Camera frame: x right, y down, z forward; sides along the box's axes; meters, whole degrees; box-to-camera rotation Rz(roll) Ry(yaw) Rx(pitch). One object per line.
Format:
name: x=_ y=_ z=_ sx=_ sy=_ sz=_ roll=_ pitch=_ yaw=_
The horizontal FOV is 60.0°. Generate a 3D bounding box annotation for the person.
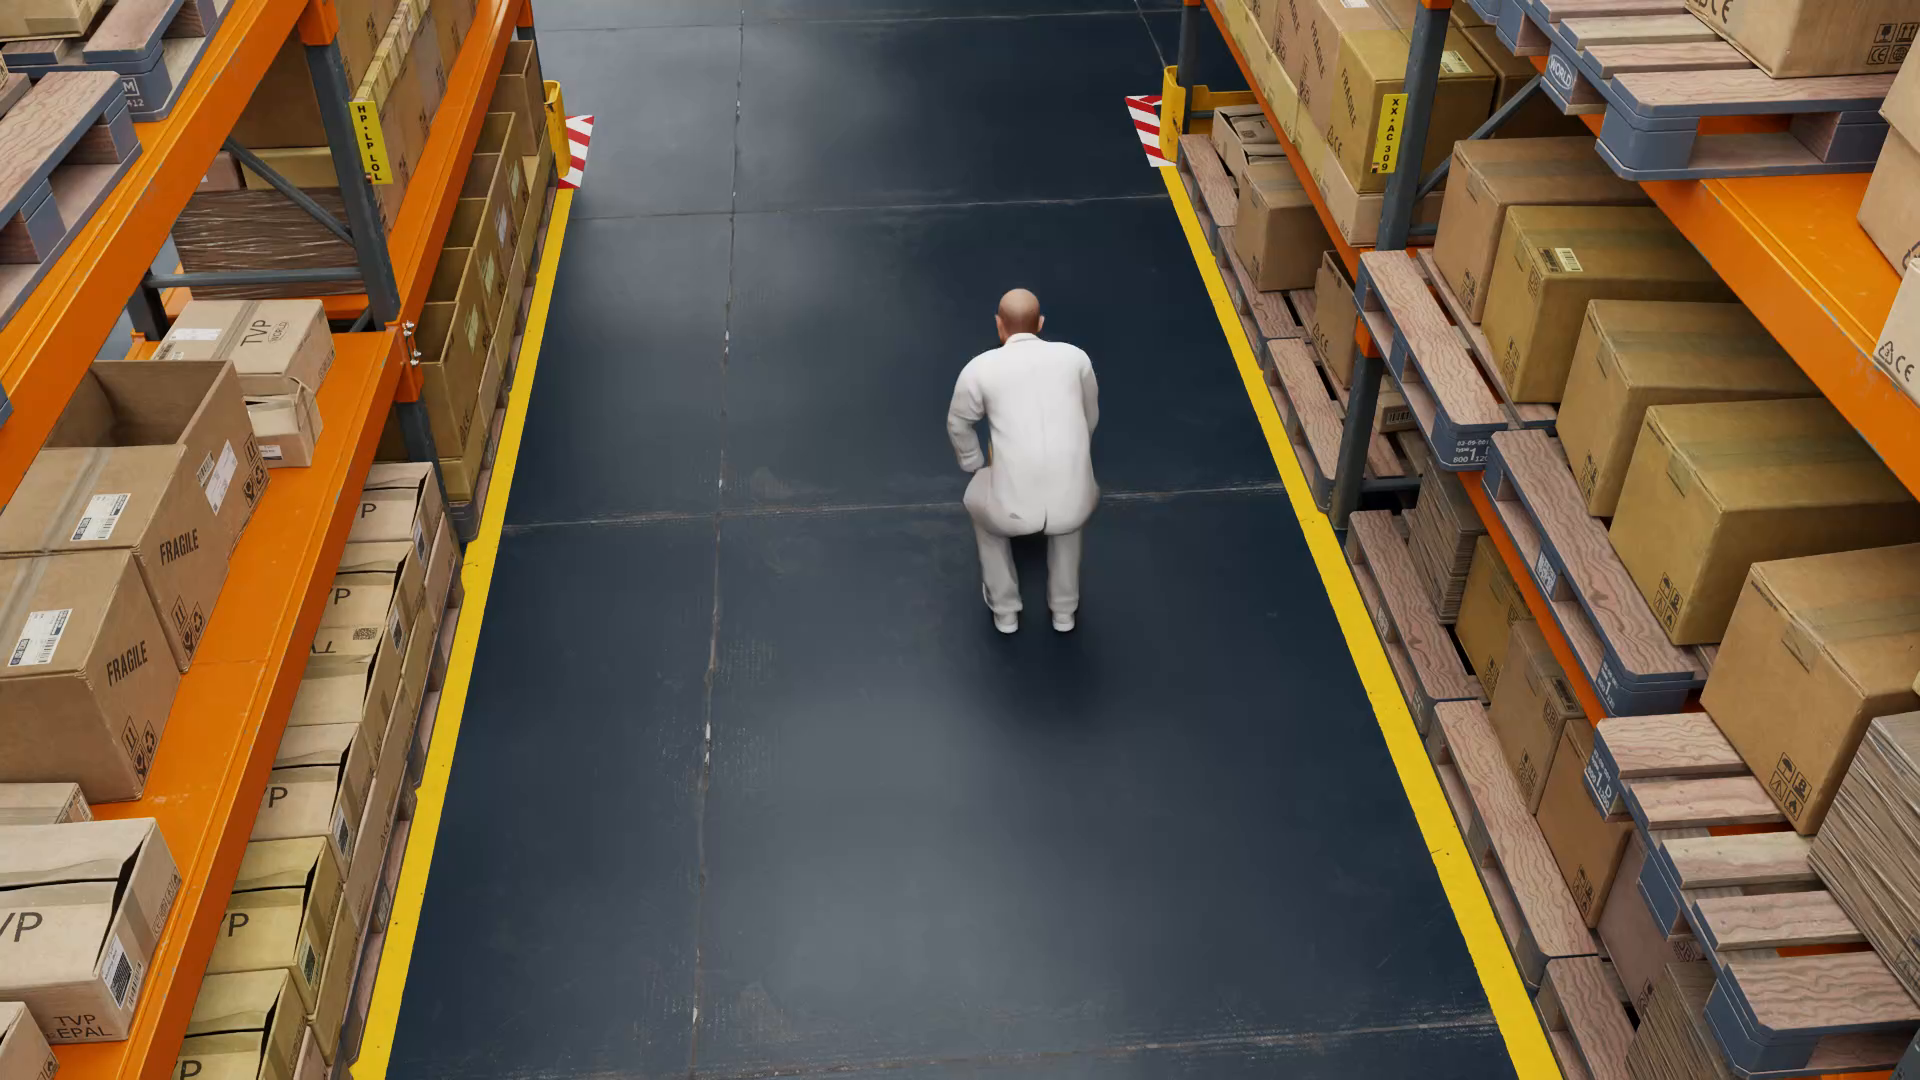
person: x=0.269 y=-0.280 z=6.826 sx=0.631 sy=1.395 sz=0.734 roll=-3 pitch=39 yaw=-4
